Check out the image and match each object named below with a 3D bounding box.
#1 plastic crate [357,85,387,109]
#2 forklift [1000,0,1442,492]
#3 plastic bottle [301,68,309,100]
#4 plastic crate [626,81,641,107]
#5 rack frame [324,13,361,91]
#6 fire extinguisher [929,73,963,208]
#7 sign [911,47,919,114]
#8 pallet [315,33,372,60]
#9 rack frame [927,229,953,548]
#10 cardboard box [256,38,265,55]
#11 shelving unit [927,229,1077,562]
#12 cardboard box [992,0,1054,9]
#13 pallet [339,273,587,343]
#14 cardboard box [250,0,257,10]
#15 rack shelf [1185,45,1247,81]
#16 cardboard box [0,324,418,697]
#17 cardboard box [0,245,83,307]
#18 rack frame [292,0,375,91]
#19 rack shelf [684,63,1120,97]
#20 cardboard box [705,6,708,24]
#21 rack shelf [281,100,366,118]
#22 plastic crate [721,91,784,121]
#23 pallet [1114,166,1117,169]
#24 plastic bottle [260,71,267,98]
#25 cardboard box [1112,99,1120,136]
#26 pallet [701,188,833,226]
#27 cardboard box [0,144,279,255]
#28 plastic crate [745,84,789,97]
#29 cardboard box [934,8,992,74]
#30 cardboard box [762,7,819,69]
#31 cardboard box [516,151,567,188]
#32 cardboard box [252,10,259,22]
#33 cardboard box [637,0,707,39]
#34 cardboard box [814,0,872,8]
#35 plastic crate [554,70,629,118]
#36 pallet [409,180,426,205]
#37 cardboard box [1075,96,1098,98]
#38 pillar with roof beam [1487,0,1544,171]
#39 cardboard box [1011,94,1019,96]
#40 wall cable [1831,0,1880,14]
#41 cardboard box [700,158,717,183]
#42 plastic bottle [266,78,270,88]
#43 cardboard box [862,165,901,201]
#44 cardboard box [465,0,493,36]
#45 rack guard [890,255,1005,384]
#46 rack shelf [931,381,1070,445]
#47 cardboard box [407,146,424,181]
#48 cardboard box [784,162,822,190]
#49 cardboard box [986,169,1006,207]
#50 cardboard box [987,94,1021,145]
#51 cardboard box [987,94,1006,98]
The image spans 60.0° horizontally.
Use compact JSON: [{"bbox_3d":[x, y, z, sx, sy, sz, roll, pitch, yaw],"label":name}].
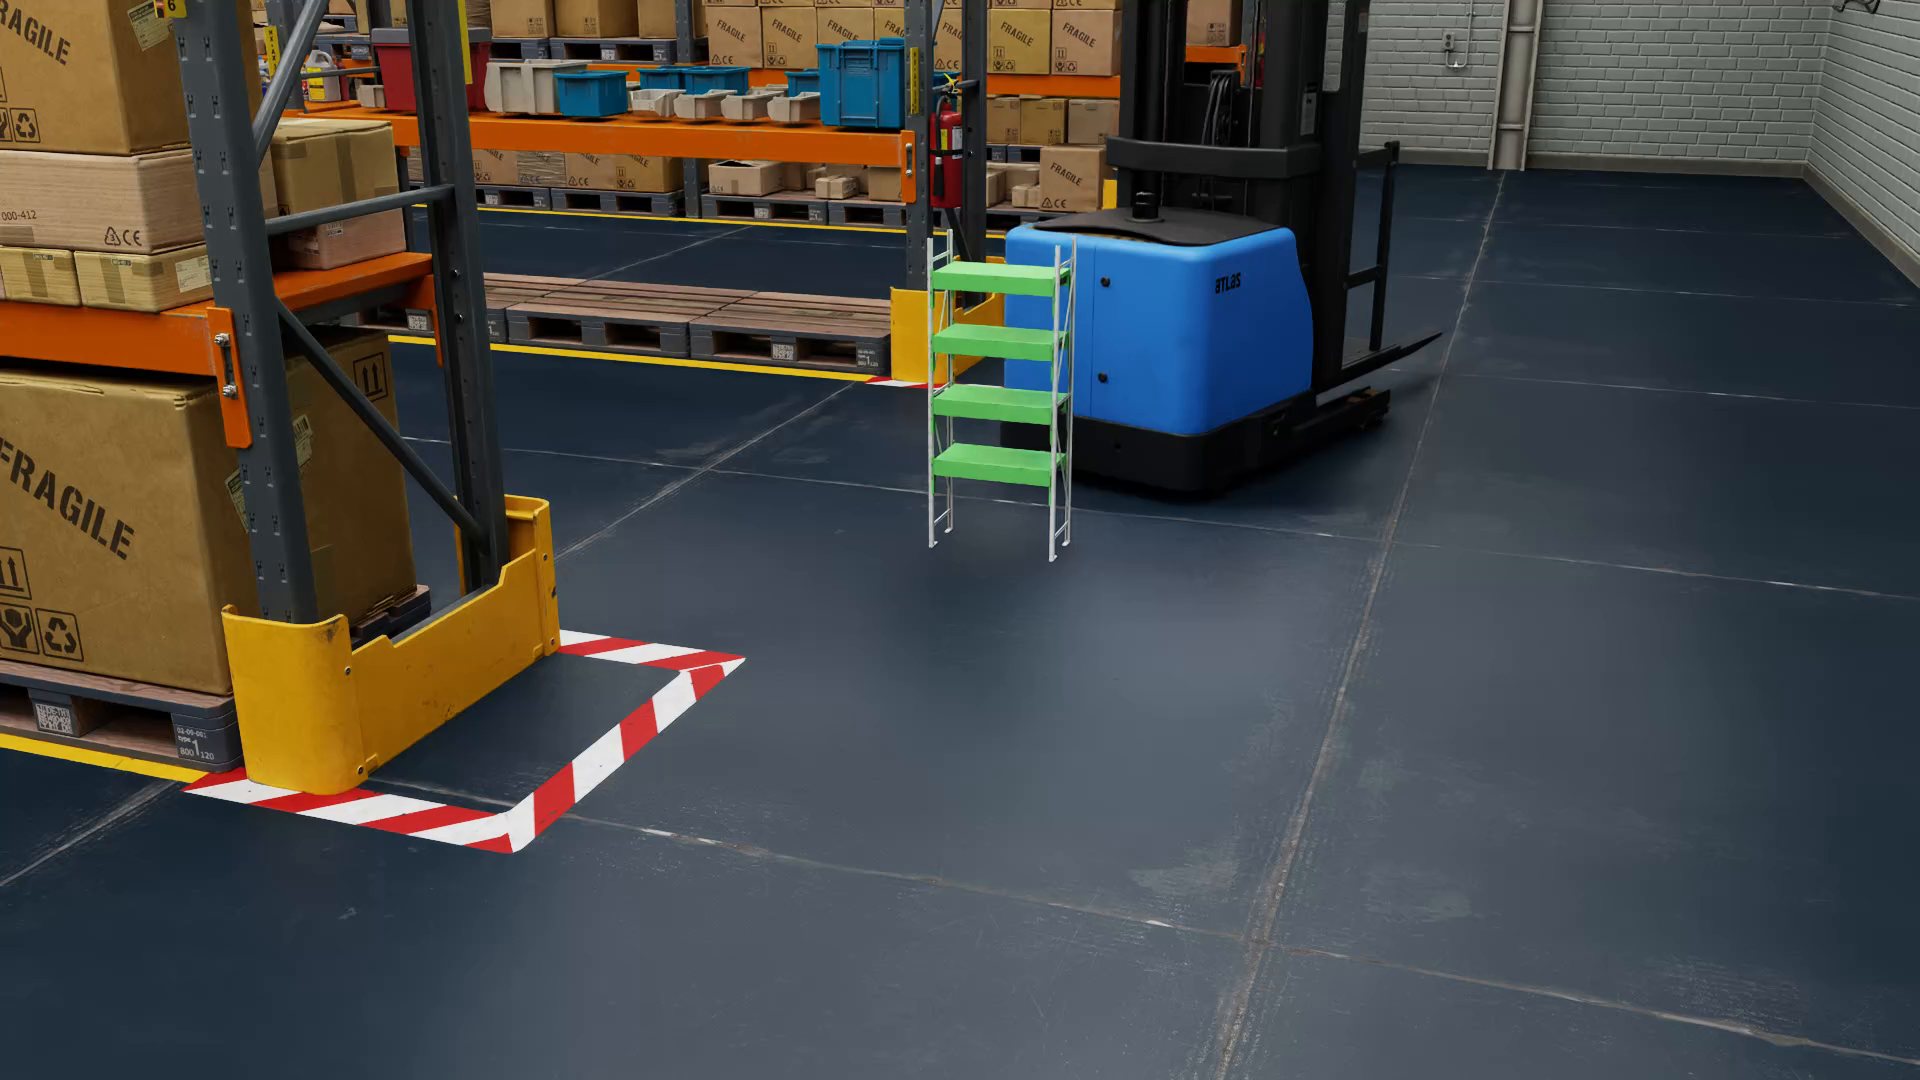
[{"bbox_3d":[-3.452,-2.693,10.054,0.243,0.136,0.396,7,20,18],"label":"plastic crate"},{"bbox_3d":[1.482,-2.004,7.873,1.130,2.935,3.031,14,24,35],"label":"forklift"},{"bbox_3d":[-4.293,-2.983,10.880,0.097,0.201,0.097,0,19,0],"label":"plastic bottle"},{"bbox_3d":[-2.102,-2.693,10.054,0.466,0.136,0.293,7,20,18],"label":"plastic crate"},{"bbox_3d":[-8.151,-6.828,21.608,0.127,3.000,1.000,7,20,18],"label":"rack frame"},{"bbox_3d":[-0.073,-2.081,8.674,0.183,0.674,0.296,7,20,18],"label":"fire extinguisher"},{"bbox_3d":[-0.232,-2.356,8.530,0.005,0.325,0.100,7,20,18],"label":"sign"},{"bbox_3d":[-5.331,-4.713,15.833,1.003,0.211,1.213,7,20,18],"label":"pallet"},{"bbox_3d":[-0.074,-0.575,6.403,0.015,1.200,0.240,7,20,18],"label":"rack frame"},{"bbox_3d":[-6.935,-4.748,16.022,0.250,0.149,0.380,7,20,18],"label":"cardboard box"},{"bbox_3d":[0.156,-0.549,6.327,0.503,1.200,0.258,7,20,18],"label":"shelving unit"},{"bbox_3d":[0.574,-4.528,13.337,0.500,0.500,0.500,7,20,20],"label":"cardboard box"},{"bbox_3d":[-3.138,-1.500,10.558,1.213,0.211,1.003,7,20,18],"label":"pallet"},{"bbox_3d":[-9.172,-7.128,21.526,0.500,0.500,0.500,6,20,18],"label":"cardboard box"},{"bbox_3d":[1.295,-5.408,18.627,4.000,0.370,1.077,7,20,18],"label":"rack shelf"},{"bbox_3d":[-2.323,-0.151,5.042,0.875,0.875,0.875,7,20,18],"label":"cardboard box"},{"bbox_3d":[-2.383,-0.757,4.571,0.250,0.149,0.380,7,20,19],"label":"cardboard box"},{"bbox_3d":[-5.995,-4.855,15.949,0.127,3.000,1.000,7,20,18],"label":"rack frame"},{"bbox_3d":[-0.327,-3.868,14.208,4.000,0.370,1.077,7,20,18],"label":"rack shelf"},{"bbox_3d":[-3.038,-6.348,19.595,0.500,0.500,0.500,6,20,18],"label":"cardboard box"},{"bbox_3d":[-5.734,-2.760,11.030,4.000,0.370,1.077,7,20,18],"label":"rack shelf"},{"bbox_3d":[-1.165,-2.423,9.280,0.243,0.136,0.396,7,20,18],"label":"plastic crate"},{"bbox_3d":[2.404,-4.277,18.526,1.213,0.211,1.003,7,20,18],"label":"pallet"},{"bbox_3d":[-4.324,-2.767,10.146,0.135,0.276,0.152,7,20,18],"label":"plastic bottle"},{"bbox_3d":[2.018,-4.648,18.514,0.500,0.500,0.700,6,20,18],"label":"cardboard box"},{"bbox_3d":[-1.568,-3.032,14.954,1.213,0.211,1.003,7,20,18],"label":"pallet"},{"bbox_3d":[-2.237,-0.951,4.524,0.500,0.250,0.500,6,20,17],"label":"cardboard box"},{"bbox_3d":[-1.108,-2.618,9.840,0.298,0.136,0.250,7,20,18],"label":"plastic crate"},{"bbox_3d":[0.089,-4.113,13.666,0.500,0.500,0.500,7,20,18],"label":"cardboard box"},{"bbox_3d":[-1.339,-4.277,14.136,0.500,0.500,0.500,7,20,19],"label":"cardboard box"},{"bbox_3d":[-3.714,-3.525,15.262,0.500,0.500,0.500,7,20,19],"label":"cardboard box"},{"bbox_3d":[-9.166,-6.780,21.667,0.500,0.250,0.500,7,20,18],"label":"cardboard box"},{"bbox_3d":[-2.590,-4.790,14.970,0.500,0.500,0.700,0,19,0],"label":"cardboard box"},{"bbox_3d":[-0.890,-4.693,13.812,0.500,0.500,0.500,6,20,16],"label":"cardboard box"},{"bbox_3d":[-2.091,-2.543,9.478,0.300,0.233,0.416,7,20,18],"label":"plastic crate"},{"bbox_3d":[-5.302,-3.446,16.142,1.213,0.211,1.003,7,20,18],"label":"pallet"},{"bbox_3d":[1.476,-5.086,18.783,0.250,0.149,0.380,7,20,19],"label":"cardboard box"},{"bbox_3d":[4.606,-7.004,12.997,0.400,9.000,9.100,7,20,18],"label":"pillar with roof beam"},{"bbox_3d":[0.754,-5.168,19.021,0.250,0.149,0.380,6,20,16],"label":"cardboard box"},{"bbox_3d":[8.410,-6.176,15.341,0.112,2.526,3.097,7,20,18],"label":"wall cable"},{"bbox_3d":[-2.593,-3.579,15.415,0.500,0.500,0.500,6,20,16],"label":"cardboard box"},{"bbox_3d":[-4.300,-2.773,10.275,0.097,0.201,0.097,0,19,0],"label":"plastic bottle"},{"bbox_3d":[-0.440,-3.251,14.470,0.637,0.503,0.797,7,20,18],"label":"cardboard box"},{"bbox_3d":[-4.561,-4.910,15.315,0.500,0.500,0.700,11,22,28],"label":"cardboard box"},{"bbox_3d":[-0.040,-1.273,9.468,0.348,0.500,1.175,7,20,18],"label":"rack guard"},{"bbox_3d":[0.156,-0.488,6.348,0.480,0.148,0.258,7,20,18],"label":"rack shelf"},{"bbox_3d":[-5.162,-3.690,15.734,0.500,0.500,0.500,6,20,16],"label":"cardboard box"},{"bbox_3d":[-1.585,-3.477,15.125,0.500,0.500,0.500,7,20,18],"label":"cardboard box"},{"bbox_3d":[0.080,-2.995,14.120,0.500,0.250,0.500,7,20,18],"label":"cardboard box"},{"bbox_3d":[0.552,-4.814,18.989,0.500,0.500,0.700,6,20,18],"label":"cardboard box"},{"bbox_3d":[0.342,-5.082,18.772,0.250,0.149,0.380,7,20,20],"label":"cardboard box"}]
